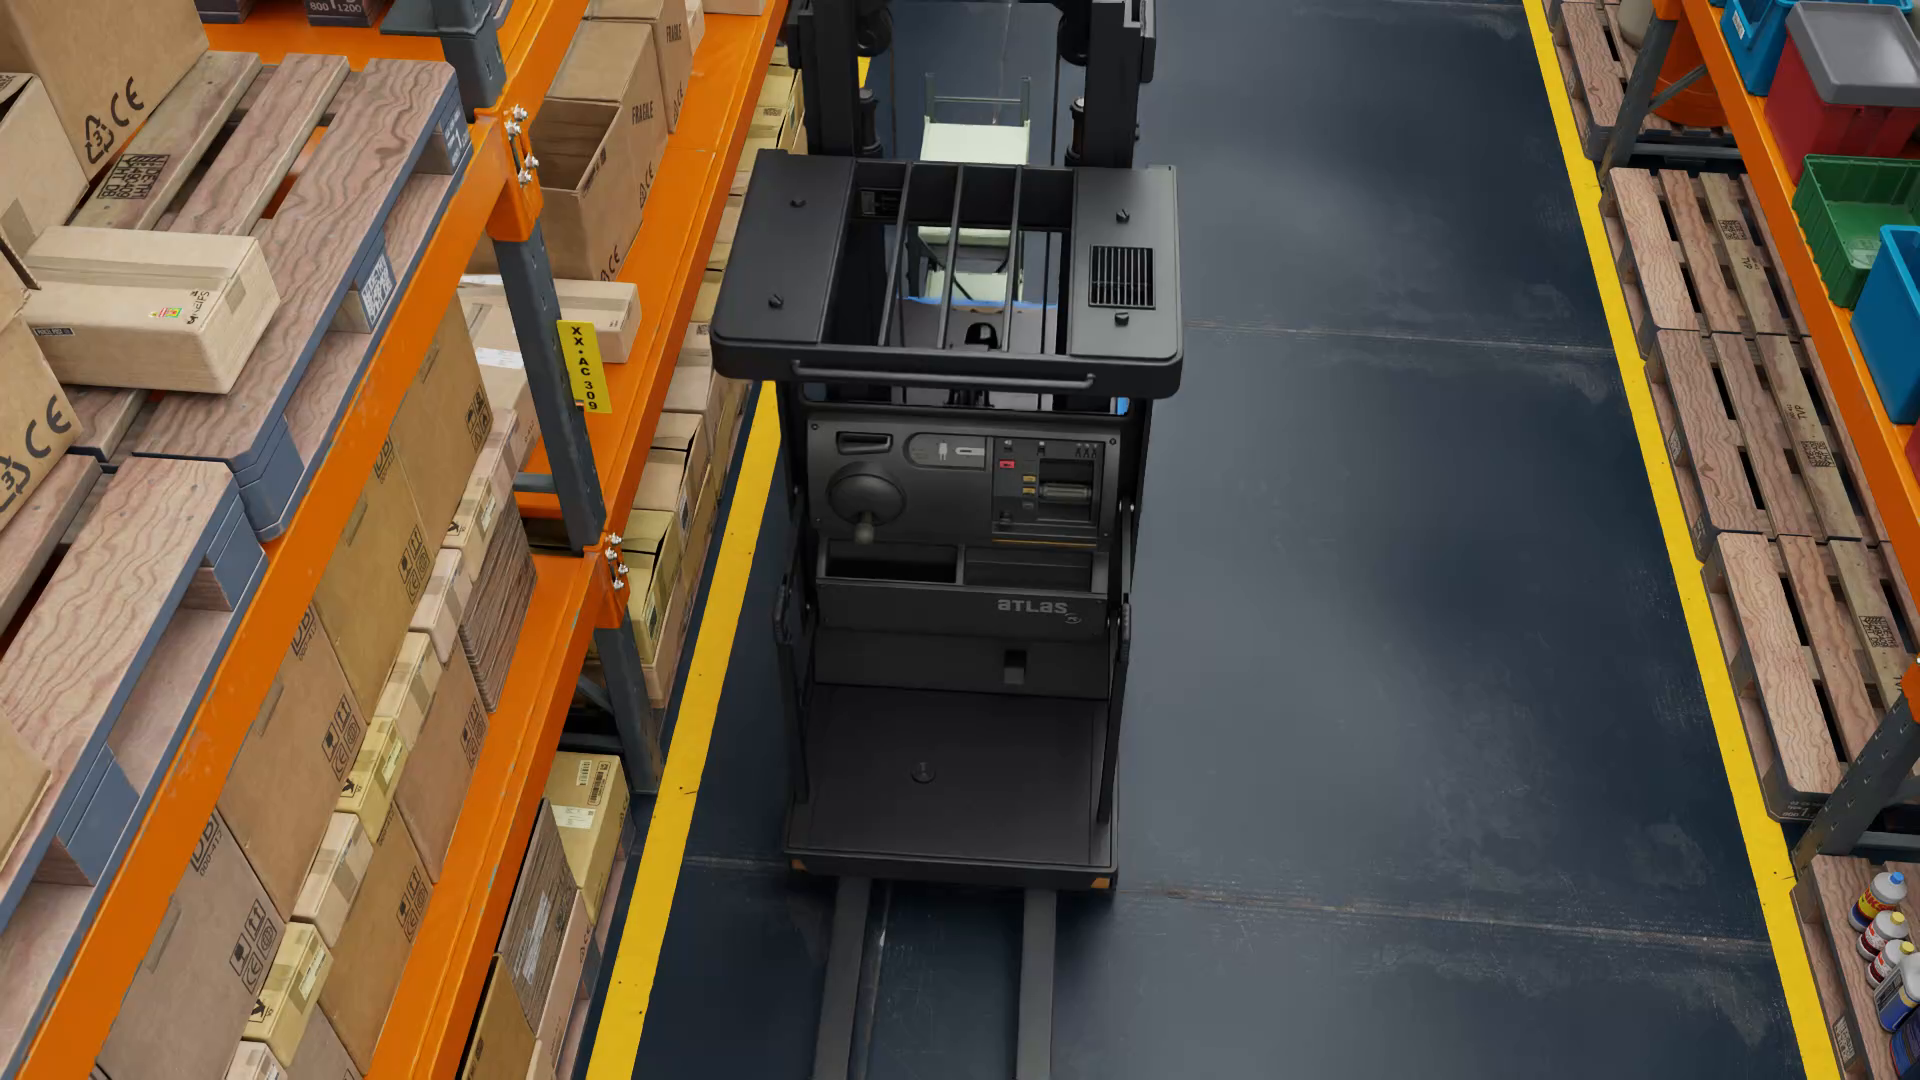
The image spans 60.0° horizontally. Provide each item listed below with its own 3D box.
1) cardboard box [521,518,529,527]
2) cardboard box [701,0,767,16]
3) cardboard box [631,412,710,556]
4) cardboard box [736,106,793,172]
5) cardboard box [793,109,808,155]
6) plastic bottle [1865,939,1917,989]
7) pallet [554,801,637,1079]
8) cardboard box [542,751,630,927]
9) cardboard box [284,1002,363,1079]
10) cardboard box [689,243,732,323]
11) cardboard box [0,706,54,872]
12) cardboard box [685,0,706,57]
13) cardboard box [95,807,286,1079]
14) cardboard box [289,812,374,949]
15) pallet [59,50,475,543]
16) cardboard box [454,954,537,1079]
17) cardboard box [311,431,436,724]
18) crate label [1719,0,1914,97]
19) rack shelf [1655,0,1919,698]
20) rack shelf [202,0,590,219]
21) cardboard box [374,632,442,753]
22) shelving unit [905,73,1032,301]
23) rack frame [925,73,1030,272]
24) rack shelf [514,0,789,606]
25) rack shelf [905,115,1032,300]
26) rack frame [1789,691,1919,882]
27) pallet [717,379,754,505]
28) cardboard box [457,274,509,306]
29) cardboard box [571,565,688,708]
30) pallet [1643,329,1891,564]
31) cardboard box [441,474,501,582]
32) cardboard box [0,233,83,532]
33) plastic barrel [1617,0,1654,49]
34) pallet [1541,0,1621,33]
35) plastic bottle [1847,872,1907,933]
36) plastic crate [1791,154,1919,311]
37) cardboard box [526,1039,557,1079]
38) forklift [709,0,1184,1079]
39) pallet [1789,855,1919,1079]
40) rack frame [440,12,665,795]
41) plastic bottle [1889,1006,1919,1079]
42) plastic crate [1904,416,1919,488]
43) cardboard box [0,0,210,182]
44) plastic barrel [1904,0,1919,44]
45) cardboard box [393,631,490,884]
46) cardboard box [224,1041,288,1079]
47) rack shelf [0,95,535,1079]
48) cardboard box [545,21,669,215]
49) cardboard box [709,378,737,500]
[{"bbox_3d":[-1.817,0.097,5.828,0.500,0.311,0.500,4,48,4],"label":"cardboard box"},{"bbox_3d":[-1.011,-2.359,7.045,0.380,0.149,0.250,4,48,4],"label":"cardboard box"},{"bbox_3d":[-1.232,-0.241,6.136,0.500,0.311,0.500,3,48,3],"label":"cardboard box"},{"bbox_3d":[-1.047,-1.742,7.509,0.500,0.311,0.500,3,48,3],"label":"cardboard box"},{"bbox_3d":[-1.009,-1.934,8.064,0.500,0.250,0.500,5,48,4],"label":"cardboard box"},{"bbox_3d":[2.880,1.302,5.124,0.097,0.201,0.097,0,48,0],"label":"plastic bottle"},{"bbox_3d":[-1.683,1.339,5.382,1.003,0.211,1.213,4,48,4],"label":"pallet"},{"bbox_3d":[-1.393,0.958,5.420,0.500,0.250,0.500,4,48,4],"label":"cardboard box"},{"bbox_3d":[-1.739,1.242,3.513,0.700,0.500,0.500,5,48,5],"label":"cardboard box"},{"bbox_3d":[-1.144,-1.003,6.834,0.500,0.311,0.500,5,48,5],"label":"cardboard box"},{"bbox_3d":[-1.509,0.319,1.946,0.500,0.500,0.500,4,48,4],"label":"cardboard box"},{"bbox_3d":[-1.264,-2.097,6.806,0.380,0.149,0.250,7,48,6],"label":"cardboard box"},{"bbox_3d":[-1.740,0.778,3.059,0.700,0.500,0.500,4,48,4],"label":"cardboard box"},{"bbox_3d":[-1.497,0.711,3.560,0.380,0.149,0.250,5,48,5],"label":"cardboard box"},{"bbox_3d":[-1.620,-0.537,3.236,1.003,0.211,1.213,4,48,4],"label":"pallet"},{"bbox_3d":[-1.492,1.439,4.471,0.500,0.500,0.500,4,48,4],"label":"cardboard box"},{"bbox_3d":[-1.647,0.043,3.731,0.700,0.500,0.500,4,48,3],"label":"cardboard box"},{"bbox_3d":[3.369,-2.087,6.602,0.502,0.435,0.616,4,48,4],"label":"crate label"},{"bbox_3d":[3.546,-1.075,6.188,1.077,0.370,4.000,4,48,4],"label":"rack shelf"},{"bbox_3d":[-1.386,-2.423,5.388,1.077,0.370,4.000,4,48,4],"label":"rack shelf"},{"bbox_3d":[-1.449,0.345,3.894,0.380,0.149,0.250,4,48,3],"label":"cardboard box"},{"bbox_3d":[0.041,-0.990,6.639,0.431,1.500,0.755,3,48,3],"label":"shelving unit"},{"bbox_3d":[0.067,-1.259,6.885,0.400,1.500,0.023,3,48,3],"label":"rack frame"},{"bbox_3d":[-1.386,-1.410,6.495,1.077,0.370,4.000,4,48,4],"label":"rack shelf"},{"bbox_3d":[0.041,-1.253,6.351,0.431,0.370,0.720,3,48,3],"label":"rack shelf"},{"bbox_3d":[3.364,0.152,4.578,1.000,3.000,0.127,4,48,4],"label":"rack frame"},{"bbox_3d":[-1.432,-0.685,7.234,1.003,0.211,1.213,4,48,4],"label":"pallet"},{"bbox_3d":[-1.671,-0.797,5.537,0.396,0.266,0.258,3,48,3],"label":"cardboard box"},{"bbox_3d":[-1.285,0.323,6.001,0.500,0.250,0.500,3,48,3],"label":"cardboard box"},{"bbox_3d":[3.505,-0.385,6.959,1.003,0.211,1.213,4,48,4],"label":"pallet"},{"bbox_3d":[-1.404,-0.040,4.247,0.380,0.149,0.250,3,48,3],"label":"cardboard box"},{"bbox_3d":[-1.844,-0.218,2.434,0.797,0.503,0.637,9,48,8],"label":"cardboard box"},{"bbox_3d":[3.719,-2.871,8.744,0.421,0.512,0.421,0,48,0],"label":"plastic barrel"},{"bbox_3d":[3.873,-3.322,9.645,1.003,0.211,1.213,4,48,4],"label":"pallet"},{"bbox_3d":[2.898,1.129,5.235,0.097,0.271,0.097,0,48,0],"label":"plastic bottle"},{"bbox_3d":[3.242,-1.075,5.844,0.450,0.188,0.662,4,48,4],"label":"plastic crate"},{"bbox_3d":[-1.479,1.693,4.747,0.500,0.250,0.500,4,48,4],"label":"cardboard box"},{"bbox_3d":[-0.005,-0.067,4.825,1.130,2.935,3.031,3,48,3],"label":"forklift"},{"bbox_3d":[3.261,1.584,5.158,1.003,0.211,1.213,4,48,4],"label":"pallet"},{"bbox_3d":[-1.568,-0.184,4.885,1.000,3.000,0.127,4,48,4],"label":"rack frame"},{"bbox_3d":[2.877,1.463,4.876,0.144,0.351,0.185,5,48,5],"label":"plastic bottle"},{"bbox_3d":[3.103,-0.246,4.899,0.402,0.464,0.583,4,48,4],"label":"plastic crate"},{"bbox_3d":[-1.877,-1.066,3.212,0.500,0.500,0.500,7,48,7],"label":"cardboard box"},{"bbox_3d":[3.847,-2.054,6.520,0.421,0.512,0.421,0,48,0],"label":"plastic barrel"},{"bbox_3d":[-1.644,0.497,4.195,0.700,0.500,0.500,3,48,3],"label":"cardboard box"},{"bbox_3d":[-1.542,1.100,3.204,0.380,0.149,0.250,4,48,4],"label":"cardboard box"},{"bbox_3d":[-1.751,0.517,2.699,1.077,0.370,4.000,4,48,4],"label":"rack shelf"},{"bbox_3d":[-1.389,-1.536,6.054,0.500,0.500,0.500,4,48,4],"label":"cardboard box"},{"bbox_3d":[-1.193,-0.433,6.692,0.500,0.250,0.500,3,48,2],"label":"cardboard box"}]
